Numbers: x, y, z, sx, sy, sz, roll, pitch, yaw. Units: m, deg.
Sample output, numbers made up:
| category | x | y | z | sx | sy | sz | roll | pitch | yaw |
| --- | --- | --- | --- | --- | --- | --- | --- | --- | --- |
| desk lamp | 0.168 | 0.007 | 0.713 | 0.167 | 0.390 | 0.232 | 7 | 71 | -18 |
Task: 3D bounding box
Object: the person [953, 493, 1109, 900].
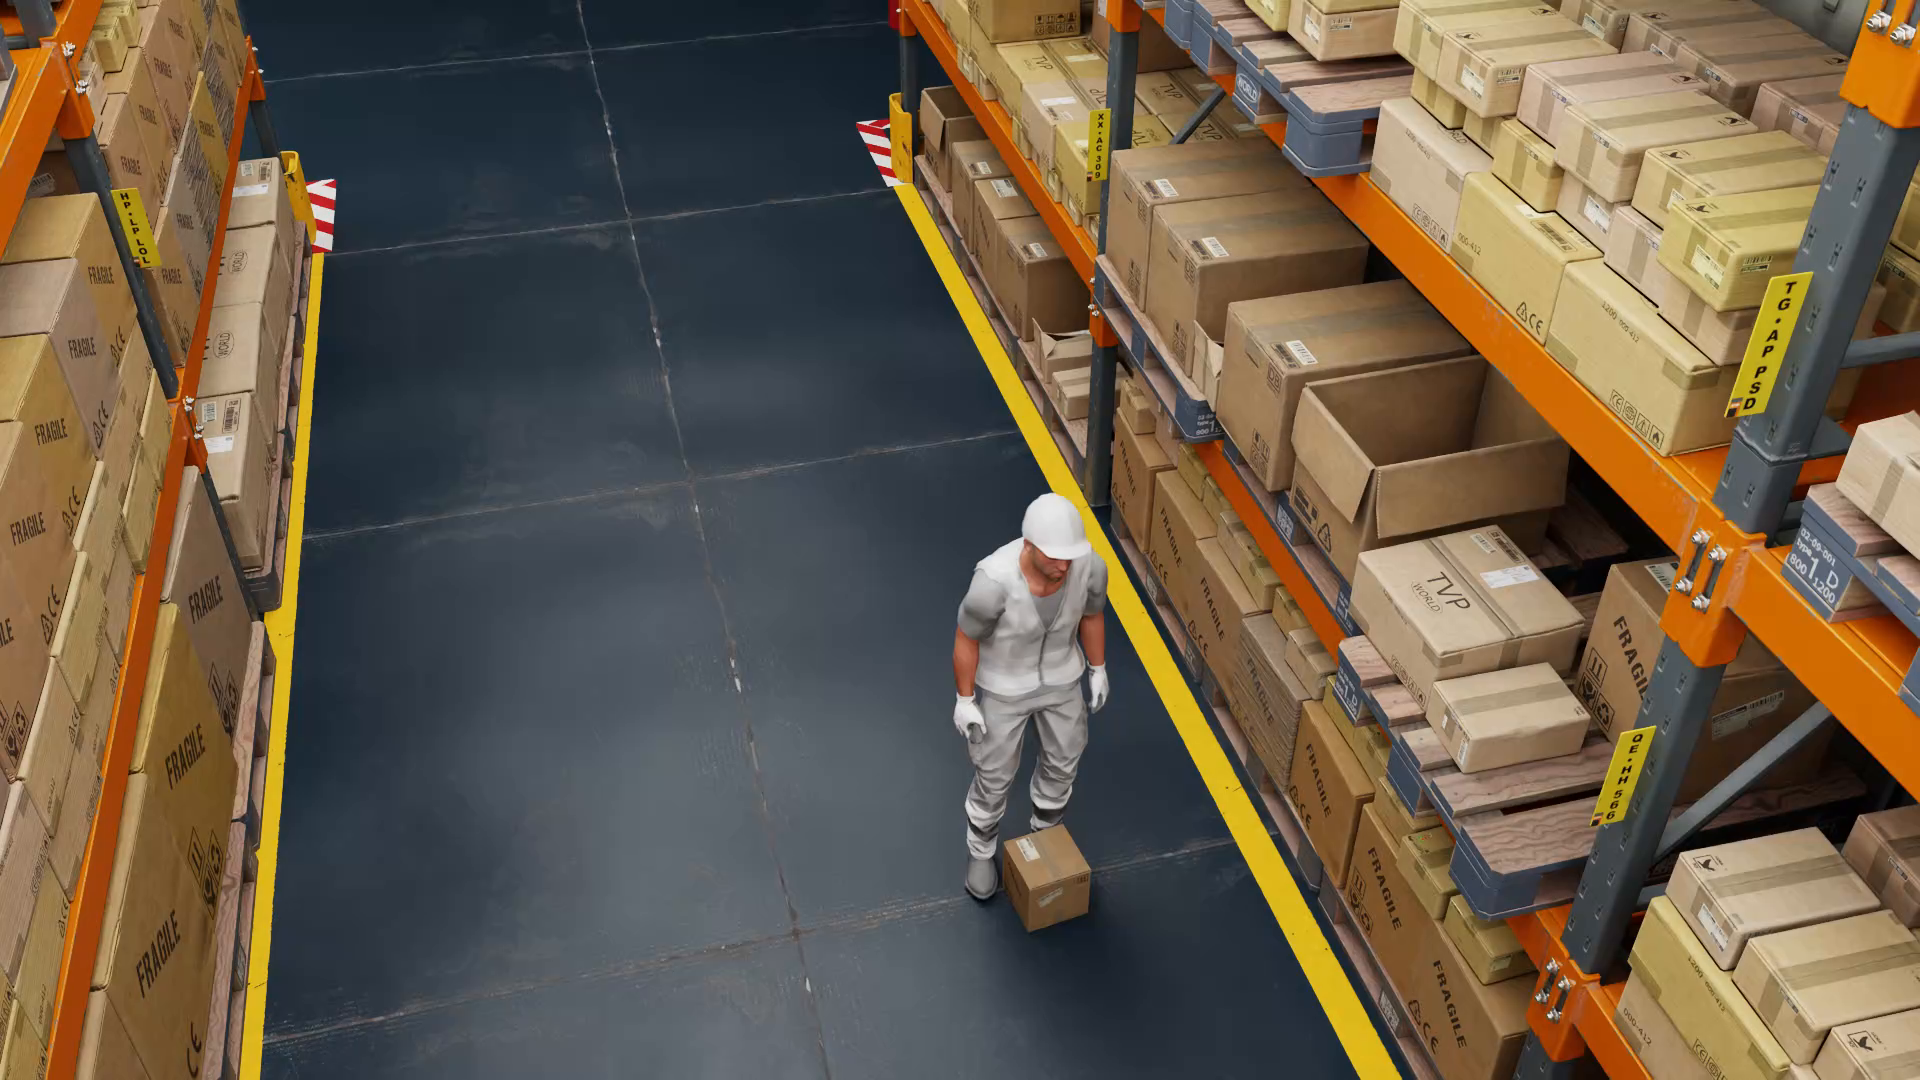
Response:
| category | x | y | z | sx | sy | sz | roll | pitch | yaw |
| --- | --- | --- | --- | --- | --- | --- | --- | --- | --- |
| person | 0.263 | 0.544 | 6.004 | 0.609 | 1.777 | 0.453 | -12 | 39 | -15 |
